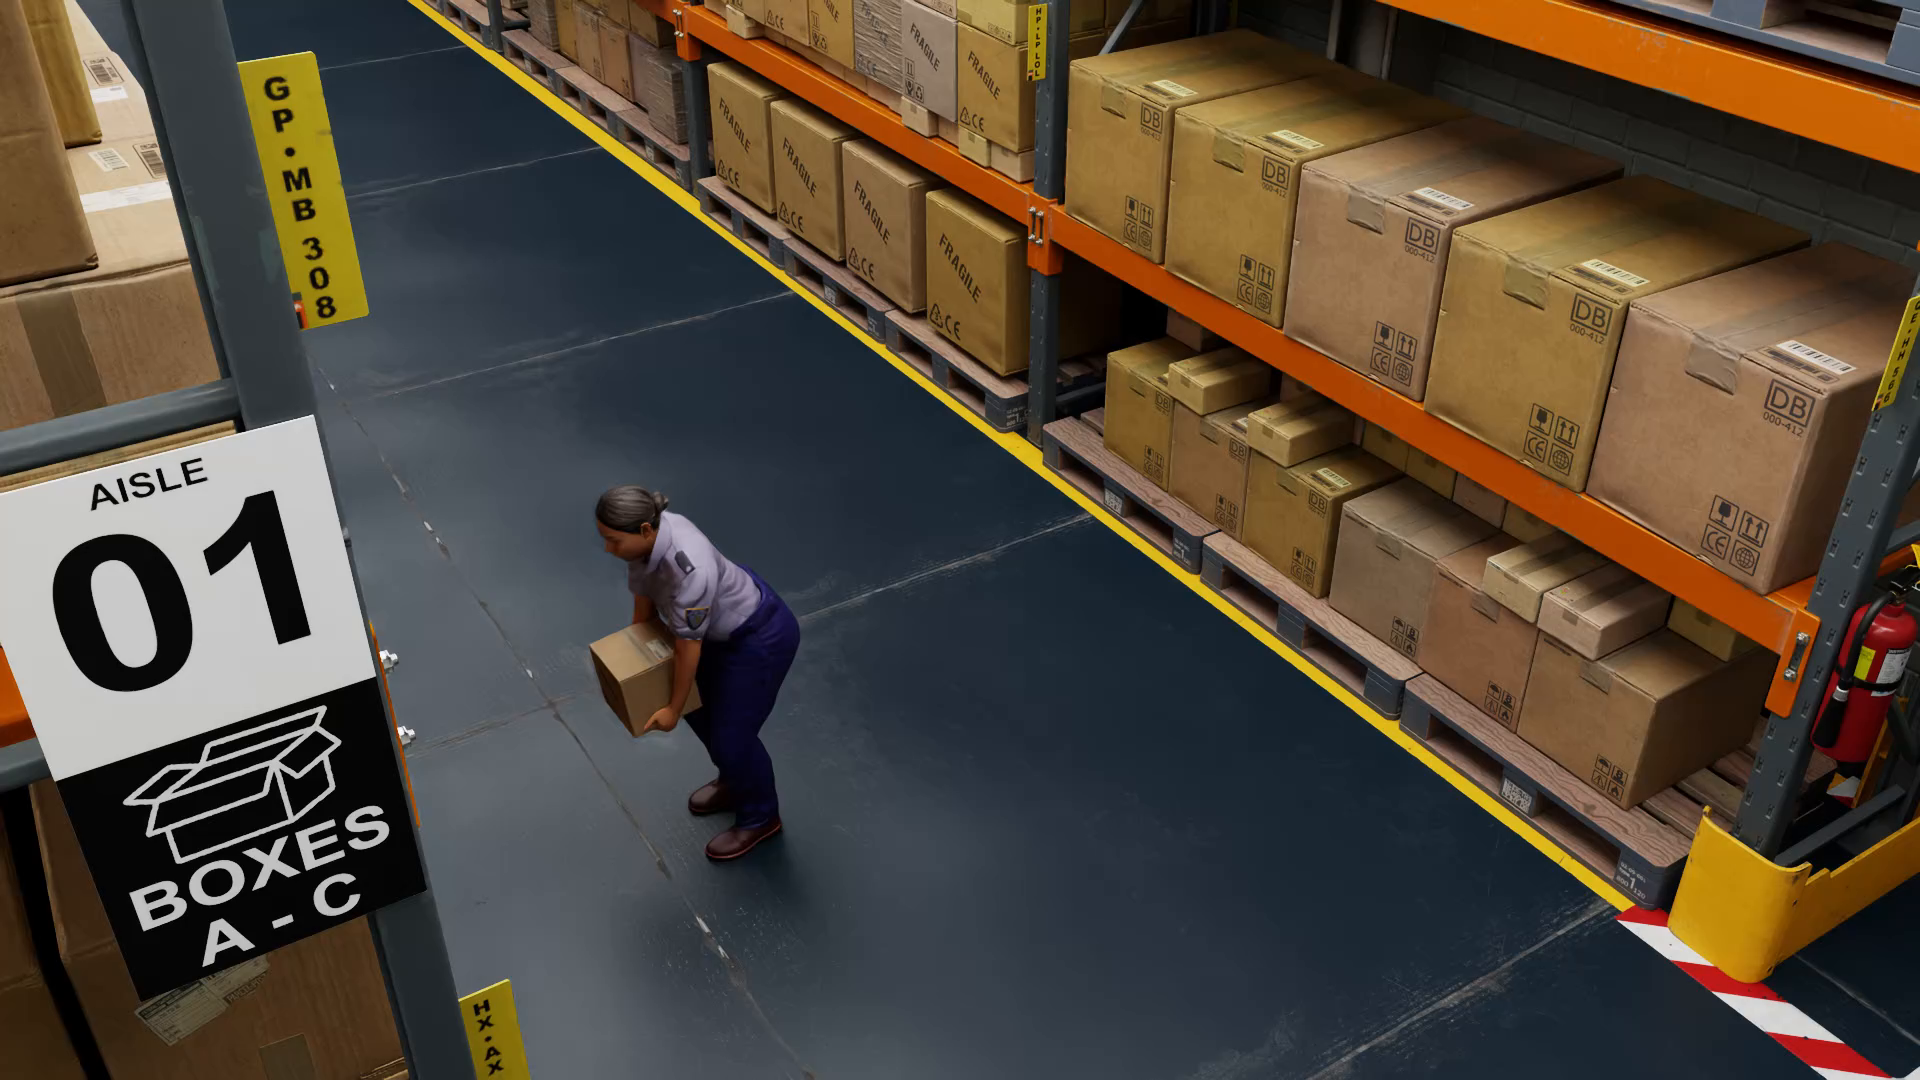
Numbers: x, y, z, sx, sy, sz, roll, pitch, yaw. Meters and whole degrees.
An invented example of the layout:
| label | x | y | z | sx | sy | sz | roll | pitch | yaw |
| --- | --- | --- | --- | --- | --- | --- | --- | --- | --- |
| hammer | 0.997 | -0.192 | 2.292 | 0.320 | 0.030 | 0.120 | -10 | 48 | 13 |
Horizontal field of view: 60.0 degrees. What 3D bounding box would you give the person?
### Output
| label | x | y | z | sx | sy | sz | roll | pitch | yaw |
| --- | --- | --- | --- | --- | --- | --- | --- | --- | --- |
| person | -0.868 | 0.405 | 5.646 | 0.633 | 1.525 | 0.446 | -20 | 38 | -28 |
